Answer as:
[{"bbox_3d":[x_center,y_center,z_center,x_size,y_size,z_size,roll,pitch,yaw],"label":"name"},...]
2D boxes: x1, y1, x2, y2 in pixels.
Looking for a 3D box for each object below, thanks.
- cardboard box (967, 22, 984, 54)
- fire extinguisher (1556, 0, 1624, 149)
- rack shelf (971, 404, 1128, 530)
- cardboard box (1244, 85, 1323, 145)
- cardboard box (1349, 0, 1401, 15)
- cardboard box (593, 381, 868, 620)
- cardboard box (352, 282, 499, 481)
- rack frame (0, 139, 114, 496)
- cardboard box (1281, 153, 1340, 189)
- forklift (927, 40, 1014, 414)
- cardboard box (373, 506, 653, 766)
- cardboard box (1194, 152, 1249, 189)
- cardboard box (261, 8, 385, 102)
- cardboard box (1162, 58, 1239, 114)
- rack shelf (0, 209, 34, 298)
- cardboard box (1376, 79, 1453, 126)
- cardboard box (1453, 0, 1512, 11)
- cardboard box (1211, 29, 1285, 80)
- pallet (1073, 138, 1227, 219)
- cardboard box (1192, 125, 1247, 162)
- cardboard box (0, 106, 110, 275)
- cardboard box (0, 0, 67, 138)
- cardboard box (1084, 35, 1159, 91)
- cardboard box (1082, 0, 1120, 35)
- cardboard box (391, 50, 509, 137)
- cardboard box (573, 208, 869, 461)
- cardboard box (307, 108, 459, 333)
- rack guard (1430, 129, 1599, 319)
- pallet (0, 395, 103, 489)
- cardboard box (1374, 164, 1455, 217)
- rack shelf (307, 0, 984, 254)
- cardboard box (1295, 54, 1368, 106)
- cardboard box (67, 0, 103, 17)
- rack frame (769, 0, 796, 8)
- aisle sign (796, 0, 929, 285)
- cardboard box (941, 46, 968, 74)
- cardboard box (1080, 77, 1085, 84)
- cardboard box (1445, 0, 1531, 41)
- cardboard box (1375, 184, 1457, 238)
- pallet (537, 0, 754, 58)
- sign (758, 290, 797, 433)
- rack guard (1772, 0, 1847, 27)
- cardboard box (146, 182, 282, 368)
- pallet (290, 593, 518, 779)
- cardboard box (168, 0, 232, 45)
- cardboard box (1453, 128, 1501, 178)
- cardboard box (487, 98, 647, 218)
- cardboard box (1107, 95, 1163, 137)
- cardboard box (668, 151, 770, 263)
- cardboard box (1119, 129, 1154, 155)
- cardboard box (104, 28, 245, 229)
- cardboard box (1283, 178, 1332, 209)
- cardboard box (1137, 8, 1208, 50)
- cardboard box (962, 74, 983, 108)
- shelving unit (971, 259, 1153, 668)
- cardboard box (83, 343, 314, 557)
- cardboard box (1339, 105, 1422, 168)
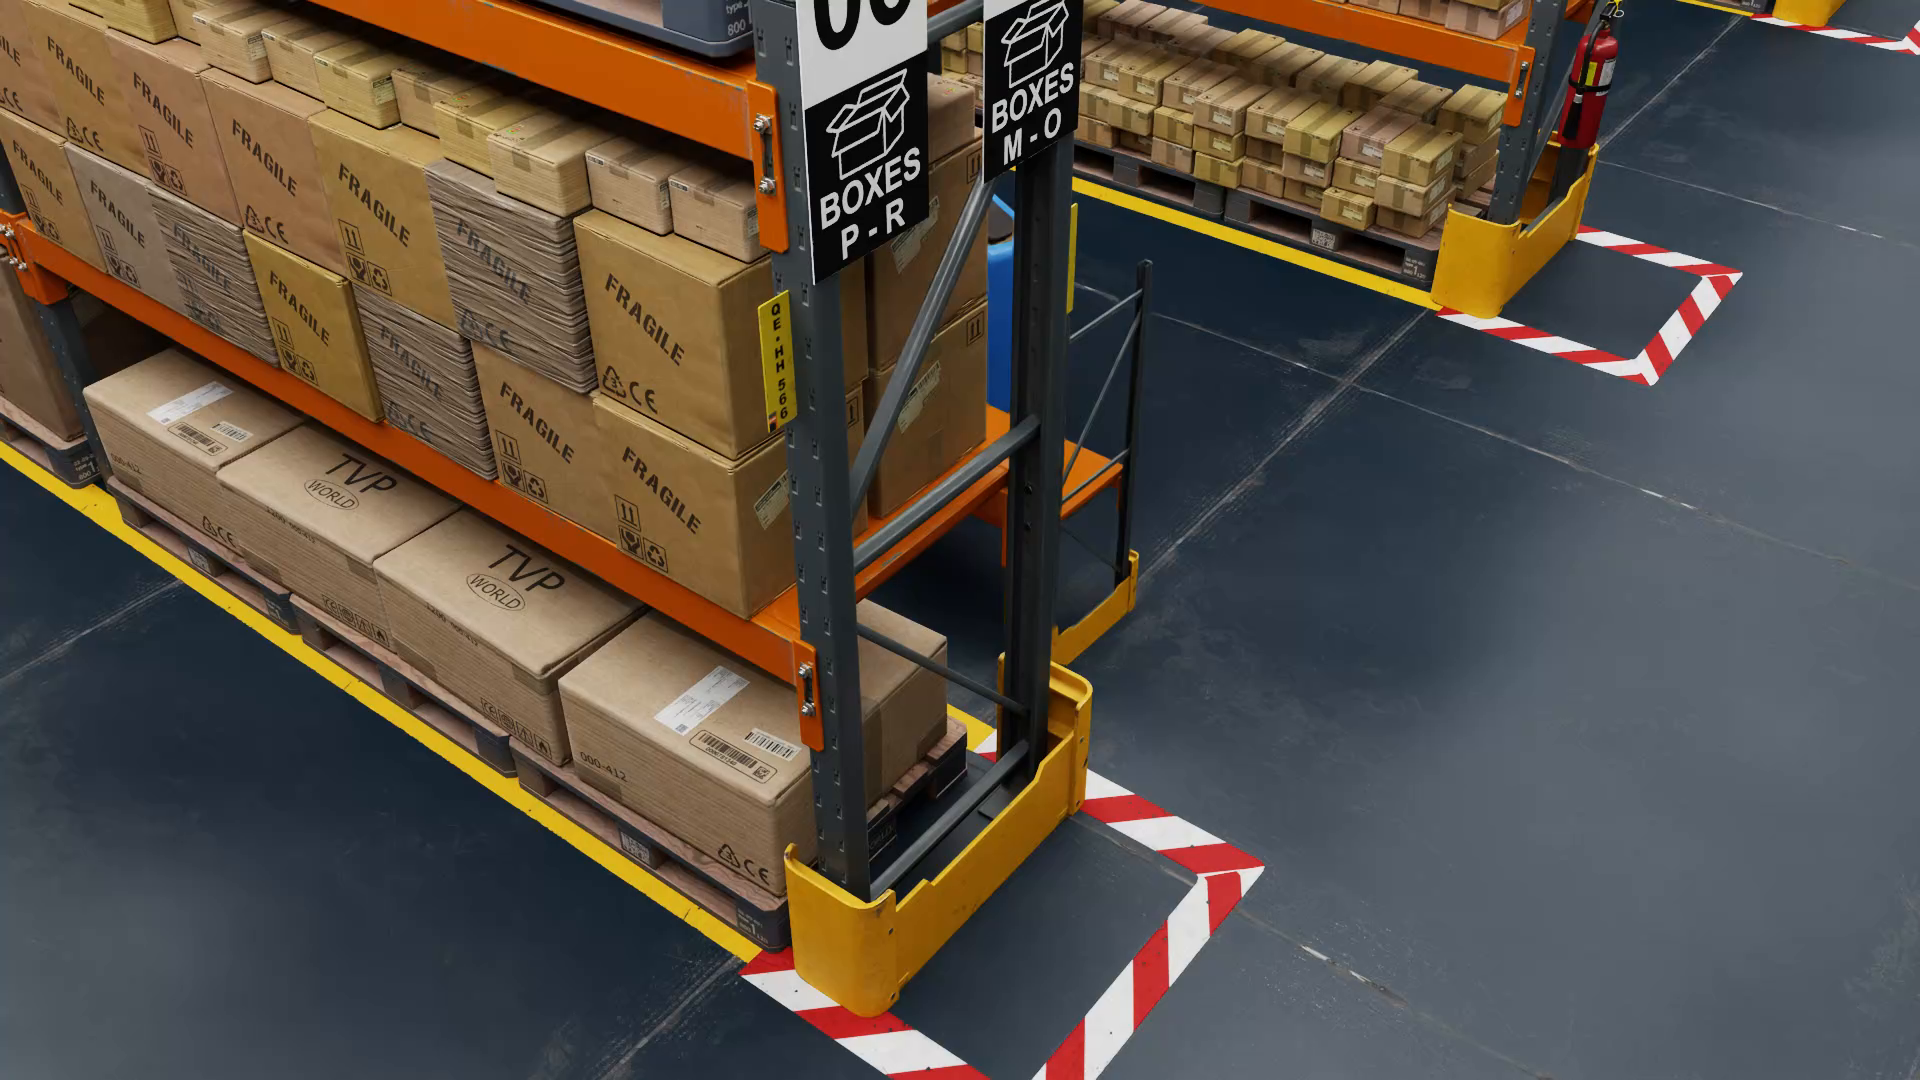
[{"bbox_3d":[0.251,-2.908,9.521,0.250,0.149,0.380,25,44,28],"label":"cardboard box"},{"bbox_3d":[2.787,-2.069,7.324,0.183,0.674,0.296,25,45,29],"label":"fire extinguisher"},{"bbox_3d":[0.074,-0.273,6.173,1.000,0.185,0.538,27,45,30],"label":"rack shelf"},{"bbox_3d":[1.678,-2.203,8.620,0.250,0.149,0.380,23,44,27],"label":"cardboard box"},{"bbox_3d":[2.053,-2.649,7.904,0.250,0.149,0.380,25,44,28],"label":"cardboard box"},{"bbox_3d":[-0.604,-0.195,4.485,0.500,0.500,0.500,26,45,29],"label":"cardboard box"},{"bbox_3d":[-1.408,-0.578,4.974,0.500,0.500,0.500,27,45,30],"label":"cardboard box"},{"bbox_3d":[-3.237,-1.603,6.364,0.127,3.000,1.000,25,45,29],"label":"rack frame"},{"bbox_3d":[1.861,-1.978,8.574,0.250,0.149,0.380,23,44,27],"label":"cardboard box"},{"bbox_3d":[-0.757,-2.181,7.158,1.130,2.935,3.031,-17,41,-20],"label":"forklift"},{"bbox_3d":[-1.377,0.202,5.797,0.875,0.438,0.875,27,45,30],"label":"cardboard box"},{"bbox_3d":[1.454,-2.043,8.898,0.250,0.149,0.380,23,44,27],"label":"cardboard box"},{"bbox_3d":[-1.711,-1.388,4.671,0.250,0.149,0.380,27,45,30],"label":"cardboard box"},{"bbox_3d":[1.289,-2.429,8.909,0.250,0.149,0.380,24,44,27],"label":"cardboard box"},{"bbox_3d":[-4.826,-2.069,7.542,4.000,0.370,1.077,25,45,29],"label":"rack shelf"},{"bbox_3d":[2.365,-2.250,8.681,0.250,0.149,0.380,26,45,29],"label":"cardboard box"},{"bbox_3d":[2.354,-2.765,7.526,0.500,0.500,0.500,26,45,29],"label":"cardboard box"},{"bbox_3d":[1.600,-2.689,9.241,0.250,0.149,0.380,26,45,29],"label":"cardboard box"},{"bbox_3d":[1.218,-2.276,9.485,1.213,0.211,1.003,25,45,29],"label":"pallet"},{"bbox_3d":[1.442,-2.166,8.814,0.250,0.149,0.380,26,45,29],"label":"cardboard box"},{"bbox_3d":[-3.023,-1.338,5.945,0.500,0.500,0.500,27,45,30],"label":"cardboard box"},{"bbox_3d":[-3.006,-1.739,5.646,0.500,0.500,0.500,26,45,29],"label":"cardboard box"},{"bbox_3d":[0.891,-2.625,9.159,0.250,0.149,0.380,23,44,27],"label":"cardboard box"},{"bbox_3d":[0.719,-3.034,9.682,0.250,0.149,0.380,27,45,30],"label":"cardboard box"},{"bbox_3d":[-1.279,-1.215,4.451,0.250,0.149,0.380,25,44,28],"label":"cardboard box"},{"bbox_3d":[-0.587,-0.602,4.193,0.500,0.500,0.500,27,45,30],"label":"cardboard box"},{"bbox_3d":[-1.411,-0.970,4.663,0.500,0.500,0.500,25,44,28],"label":"cardboard box"},{"bbox_3d":[2.807,-1.611,8.402,0.348,0.500,1.175,25,45,29],"label":"rack guard"},{"bbox_3d":[-3.896,-0.757,7.546,1.213,0.211,1.003,25,45,29],"label":"pallet"},{"bbox_3d":[2.275,-1.784,8.326,0.250,0.149,0.380,24,44,27],"label":"cardboard box"},{"bbox_3d":[-1.648,-1.752,4.704,4.000,0.370,1.077,25,45,29],"label":"rack shelf"},{"bbox_3d":[1.996,-2.460,8.948,0.250,0.149,0.380,23,44,27],"label":"cardboard box"},{"bbox_3d":[-2.542,-1.760,5.146,0.250,0.149,0.380,25,44,28],"label":"cardboard box"},{"bbox_3d":[-0.060,-2.467,2.601,0.127,3.000,1.000,25,45,29],"label":"rack frame"},{"bbox_3d":[-0.191,-0.950,3.421,0.004,0.787,0.394,25,45,29],"label":"aisle sign"},{"bbox_3d":[0.039,-2.881,9.727,0.250,0.149,0.380,26,45,29],"label":"cardboard box"},{"bbox_3d":[0.671,-2.591,9.356,0.250,0.149,0.380,27,46,30],"label":"cardboard box"},{"bbox_3d":[2.436,-2.451,7.651,0.250,0.149,0.380,25,45,29],"label":"cardboard box"},{"bbox_3d":[2.322,-1.704,8.466,0.250,0.149,0.380,26,45,29],"label":"cardboard box"},{"bbox_3d":[-0.655,-1.524,3.902,1.213,0.211,1.003,25,45,29],"label":"pallet"},{"bbox_3d":[-0.401,-0.393,3.688,0.005,0.325,0.100,25,45,29],"label":"sign"},{"bbox_3d":[5.980,-3.964,11.408,0.348,0.500,1.175,25,45,29],"label":"rack guard"},{"bbox_3d":[-2.235,-0.958,5.460,0.500,0.500,0.500,26,45,29],"label":"cardboard box"},{"bbox_3d":[-1.707,0.275,6.228,1.213,0.211,1.003,25,45,29],"label":"pallet"},{"bbox_3d":[-2.099,-1.592,4.932,0.250,0.149,0.380,25,45,28],"label":"cardboard box"},{"bbox_3d":[2.607,-2.048,8.664,0.250,0.149,0.380,27,46,30],"label":"cardboard box"},{"bbox_3d":[-0.939,-0.968,4.135,0.250,0.149,0.380,25,44,28],"label":"cardboard box"},{"bbox_3d":[1.014,-2.360,9.062,0.250,0.149,0.380,26,45,29],"label":"cardboard box"},{"bbox_3d":[-0.467,-0.830,3.958,0.250,0.149,0.380,26,45,29],"label":"cardboard box"},{"bbox_3d":[1.094,-2.287,9.209,0.250,0.149,0.380,27,45,30],"label":"cardboard box"},{"bbox_3d":[-2.208,-1.349,5.148,0.500,0.500,0.500,26,45,29],"label":"cardboard box"},{"bbox_3d":[1.899,-1.892,8.705,0.250,0.149,0.380,25,44,28],"label":"cardboard box"},{"bbox_3d":[1.211,-2.883,9.489,0.250,0.149,0.380,24,44,27],"label":"cardboard box"},{"bbox_3d":[0.224,-2.646,9.669,0.250,0.149,0.380,25,44,28],"label":"cardboard box"},{"bbox_3d":[0.081,-0.411,6.058,1.083,1.500,0.587,27,45,30],"label":"shelving unit"},{"bbox_3d":[-2.804,-0.472,6.657,0.875,0.438,0.875,25,44,28],"label":"cardboard box"},{"bbox_3d":[2.128,-2.040,8.412,0.250,0.149,0.380,26,45,29],"label":"cardboard box"}]
